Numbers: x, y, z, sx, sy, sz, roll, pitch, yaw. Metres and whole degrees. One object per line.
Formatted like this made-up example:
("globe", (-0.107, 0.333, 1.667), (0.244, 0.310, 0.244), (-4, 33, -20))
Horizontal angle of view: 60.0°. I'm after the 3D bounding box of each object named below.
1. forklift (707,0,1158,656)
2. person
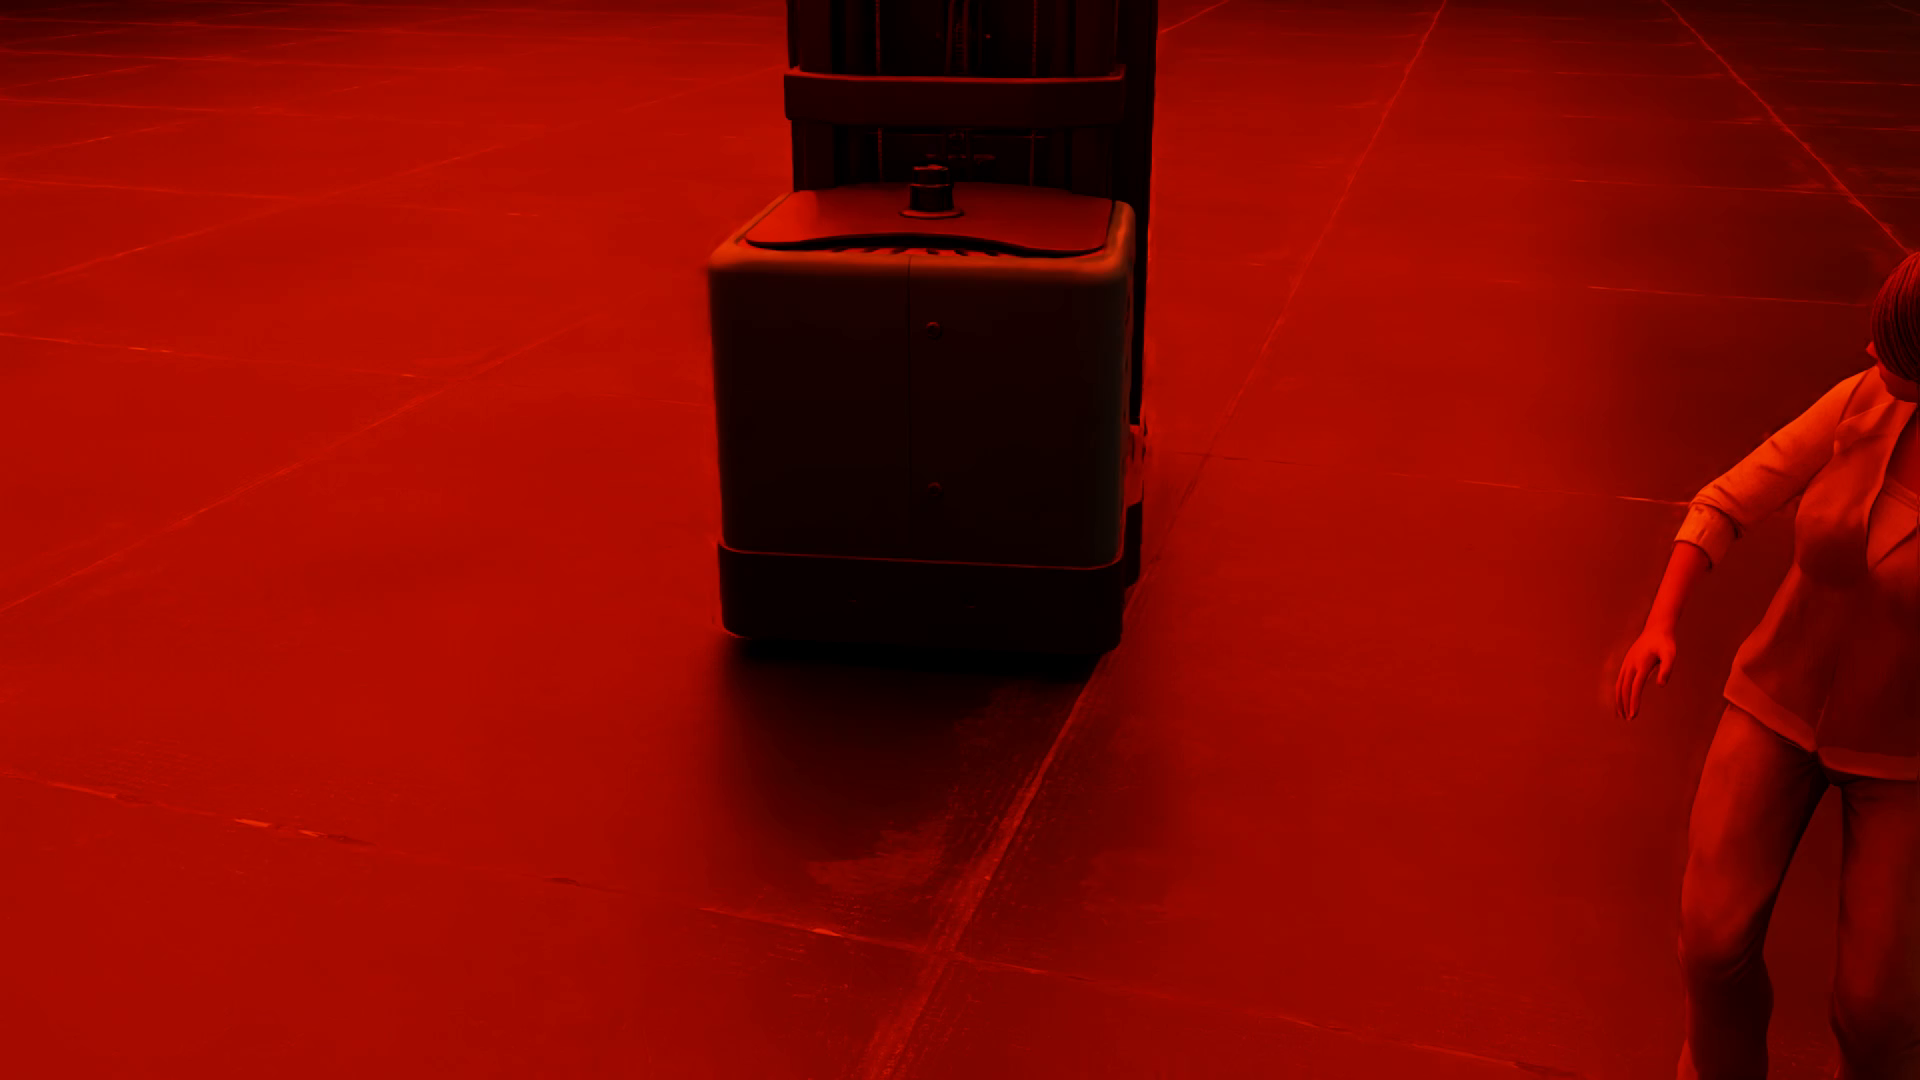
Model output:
("forklift", (0.065, -1.588, 5.125), (1.130, 2.935, 3.031), (3, 23, 7))
("person", (1.242, 0.352, 2.315), (0.657, 1.549, 0.570), (21, 30, 40))
